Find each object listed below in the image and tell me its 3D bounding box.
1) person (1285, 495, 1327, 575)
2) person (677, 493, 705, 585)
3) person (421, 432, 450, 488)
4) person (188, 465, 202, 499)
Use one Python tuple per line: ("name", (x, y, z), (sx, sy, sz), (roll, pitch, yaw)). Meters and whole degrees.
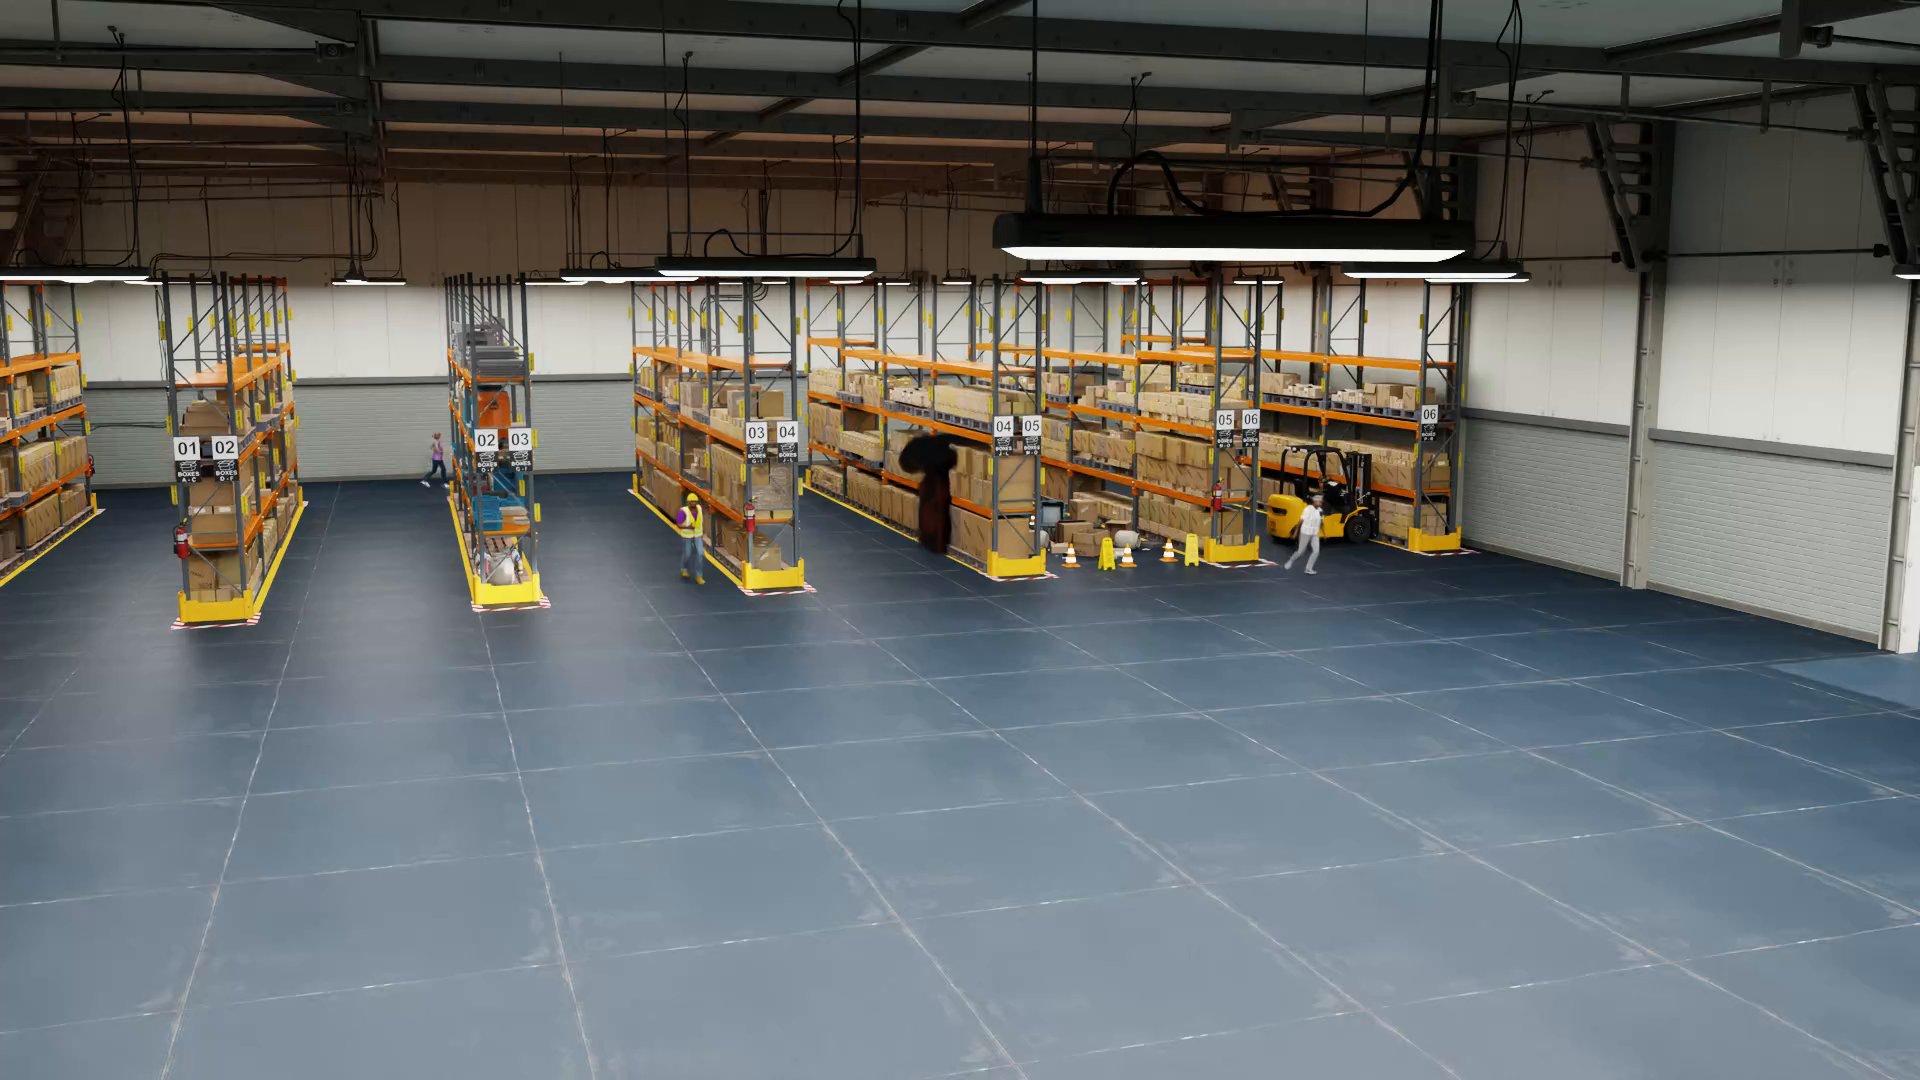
("person", (7.002, -0.136, 33.621), (0.641, 1.614, 0.680), (-4, 10, -27))
("person", (-5.275, -0.050, 32.581), (0.609, 1.770, 0.938), (-4, 9, -24))
("person", (-15.036, -2.273, 47.733), (0.861, 1.580, 0.536), (-1, 9, -7))
("person", (-20.311, -1.893, 44.648), (0.863, 1.842, 0.640), (-3, 9, -16))
